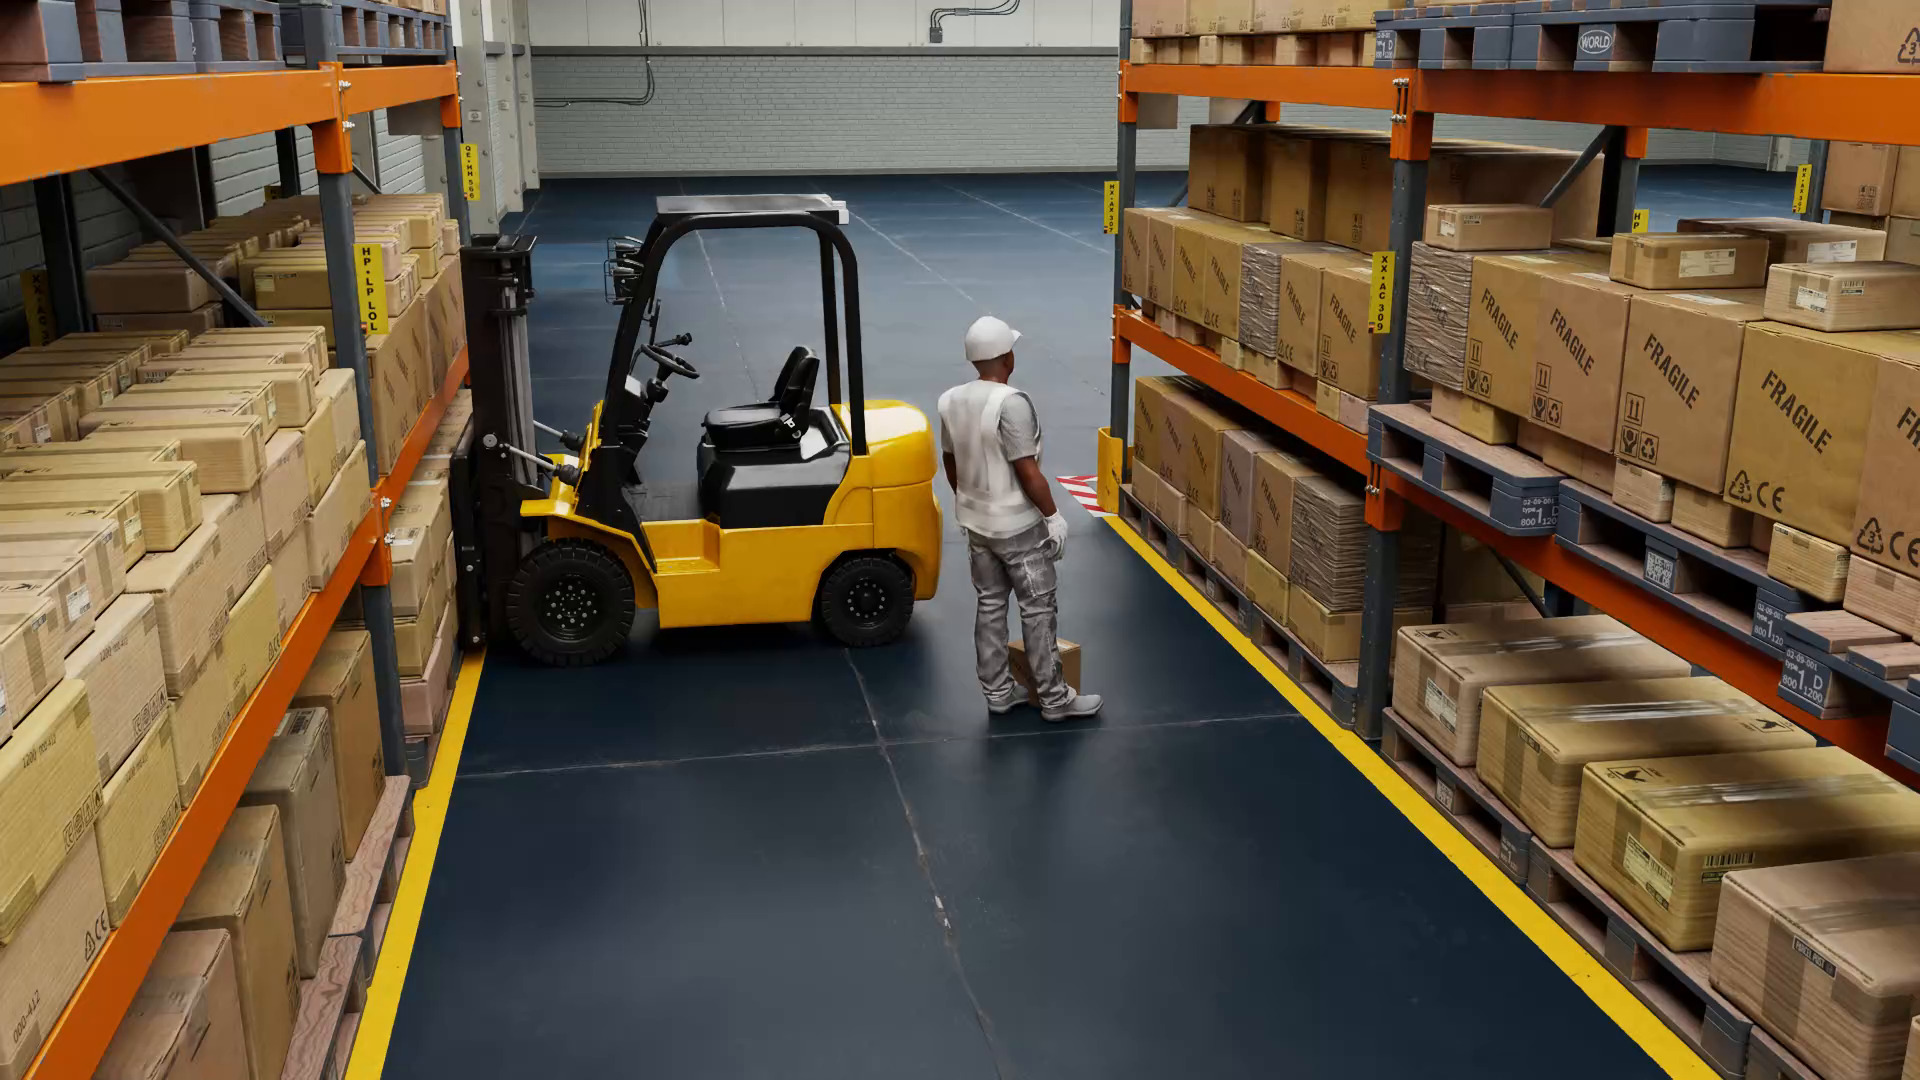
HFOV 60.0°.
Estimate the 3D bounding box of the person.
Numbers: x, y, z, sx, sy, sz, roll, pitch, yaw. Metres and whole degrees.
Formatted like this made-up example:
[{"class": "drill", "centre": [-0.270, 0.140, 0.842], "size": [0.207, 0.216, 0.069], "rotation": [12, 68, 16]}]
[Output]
[{"class": "person", "centre": [0.251, -0.100, 7.308], "size": [0.576, 1.783, 0.656], "rotation": [-13, 21, -38]}]
